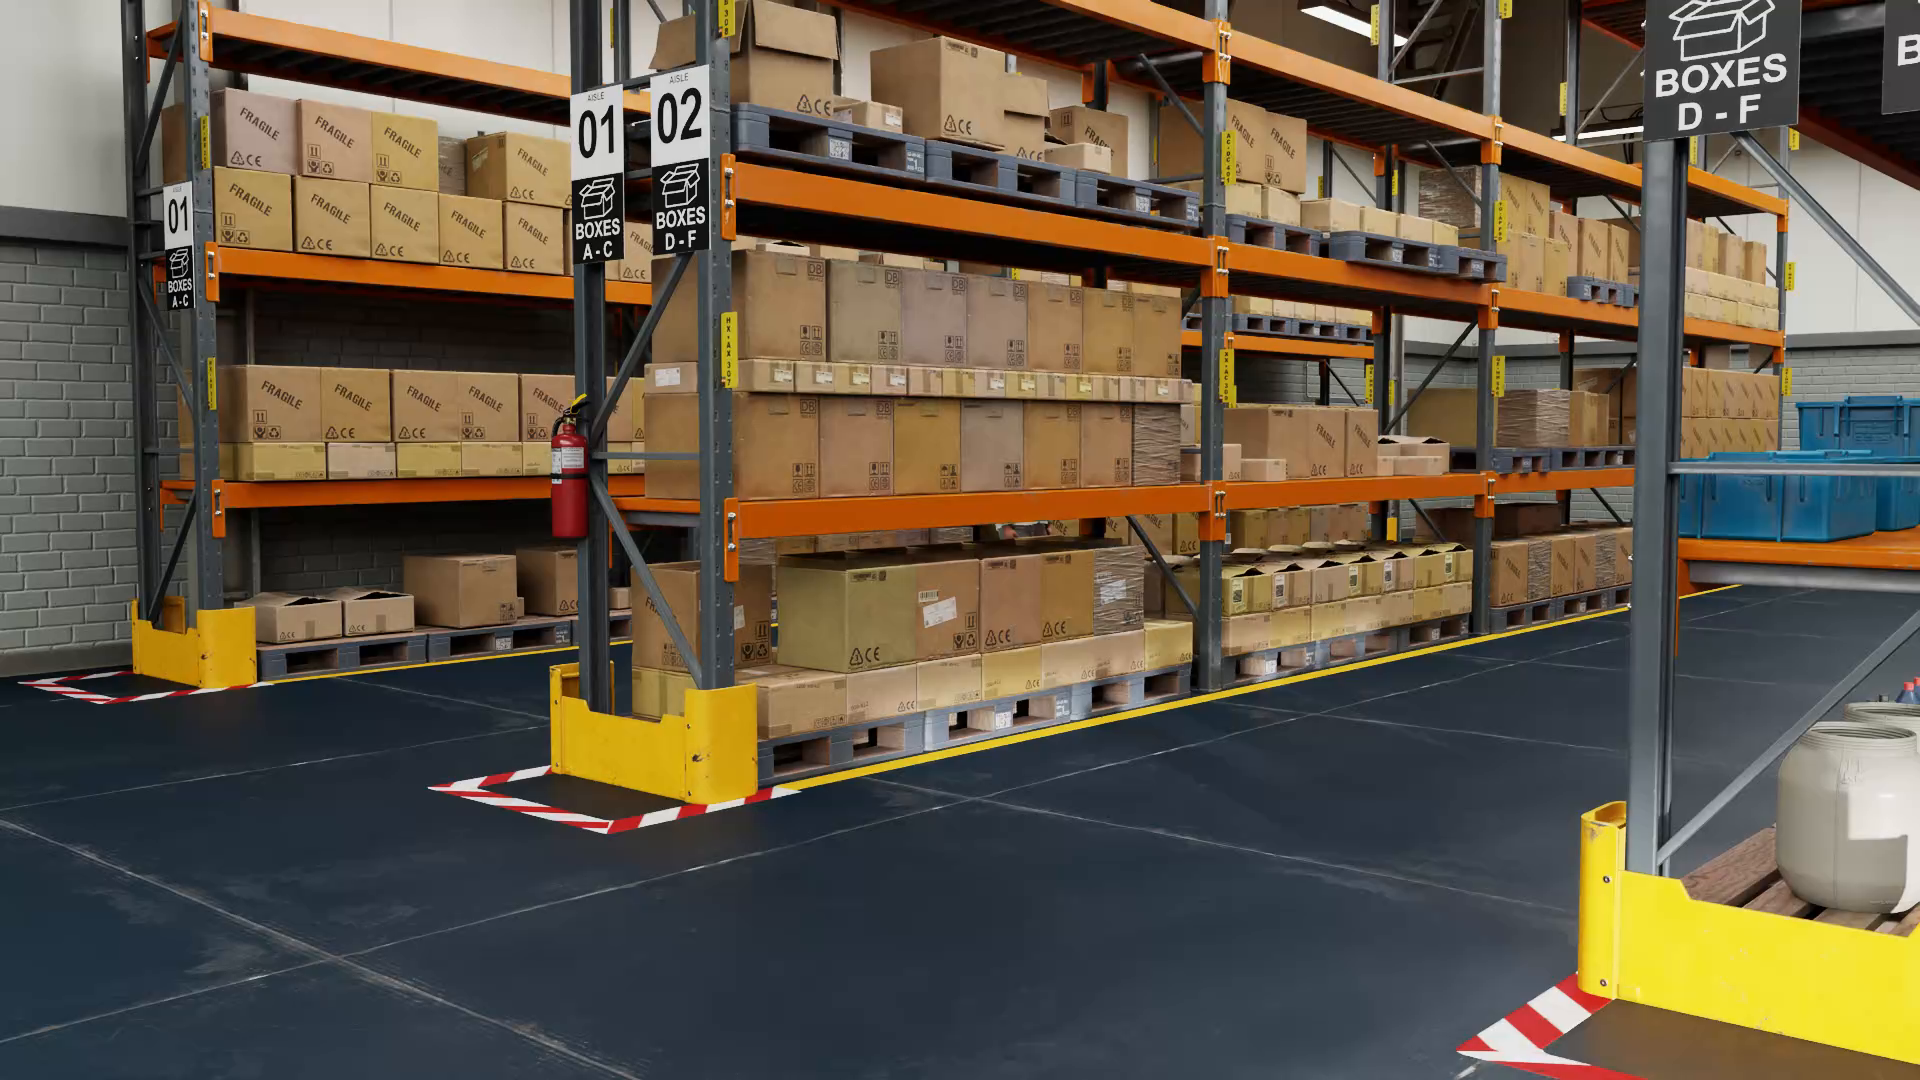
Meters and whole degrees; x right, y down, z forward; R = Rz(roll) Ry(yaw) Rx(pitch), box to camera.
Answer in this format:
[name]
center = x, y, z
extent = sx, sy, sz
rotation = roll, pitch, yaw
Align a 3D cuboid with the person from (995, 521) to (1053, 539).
[person]
center = 0.513, -0.089, 12.952
extent = 0.463, 1.772, 0.581
rotation = 3, 5, 41
